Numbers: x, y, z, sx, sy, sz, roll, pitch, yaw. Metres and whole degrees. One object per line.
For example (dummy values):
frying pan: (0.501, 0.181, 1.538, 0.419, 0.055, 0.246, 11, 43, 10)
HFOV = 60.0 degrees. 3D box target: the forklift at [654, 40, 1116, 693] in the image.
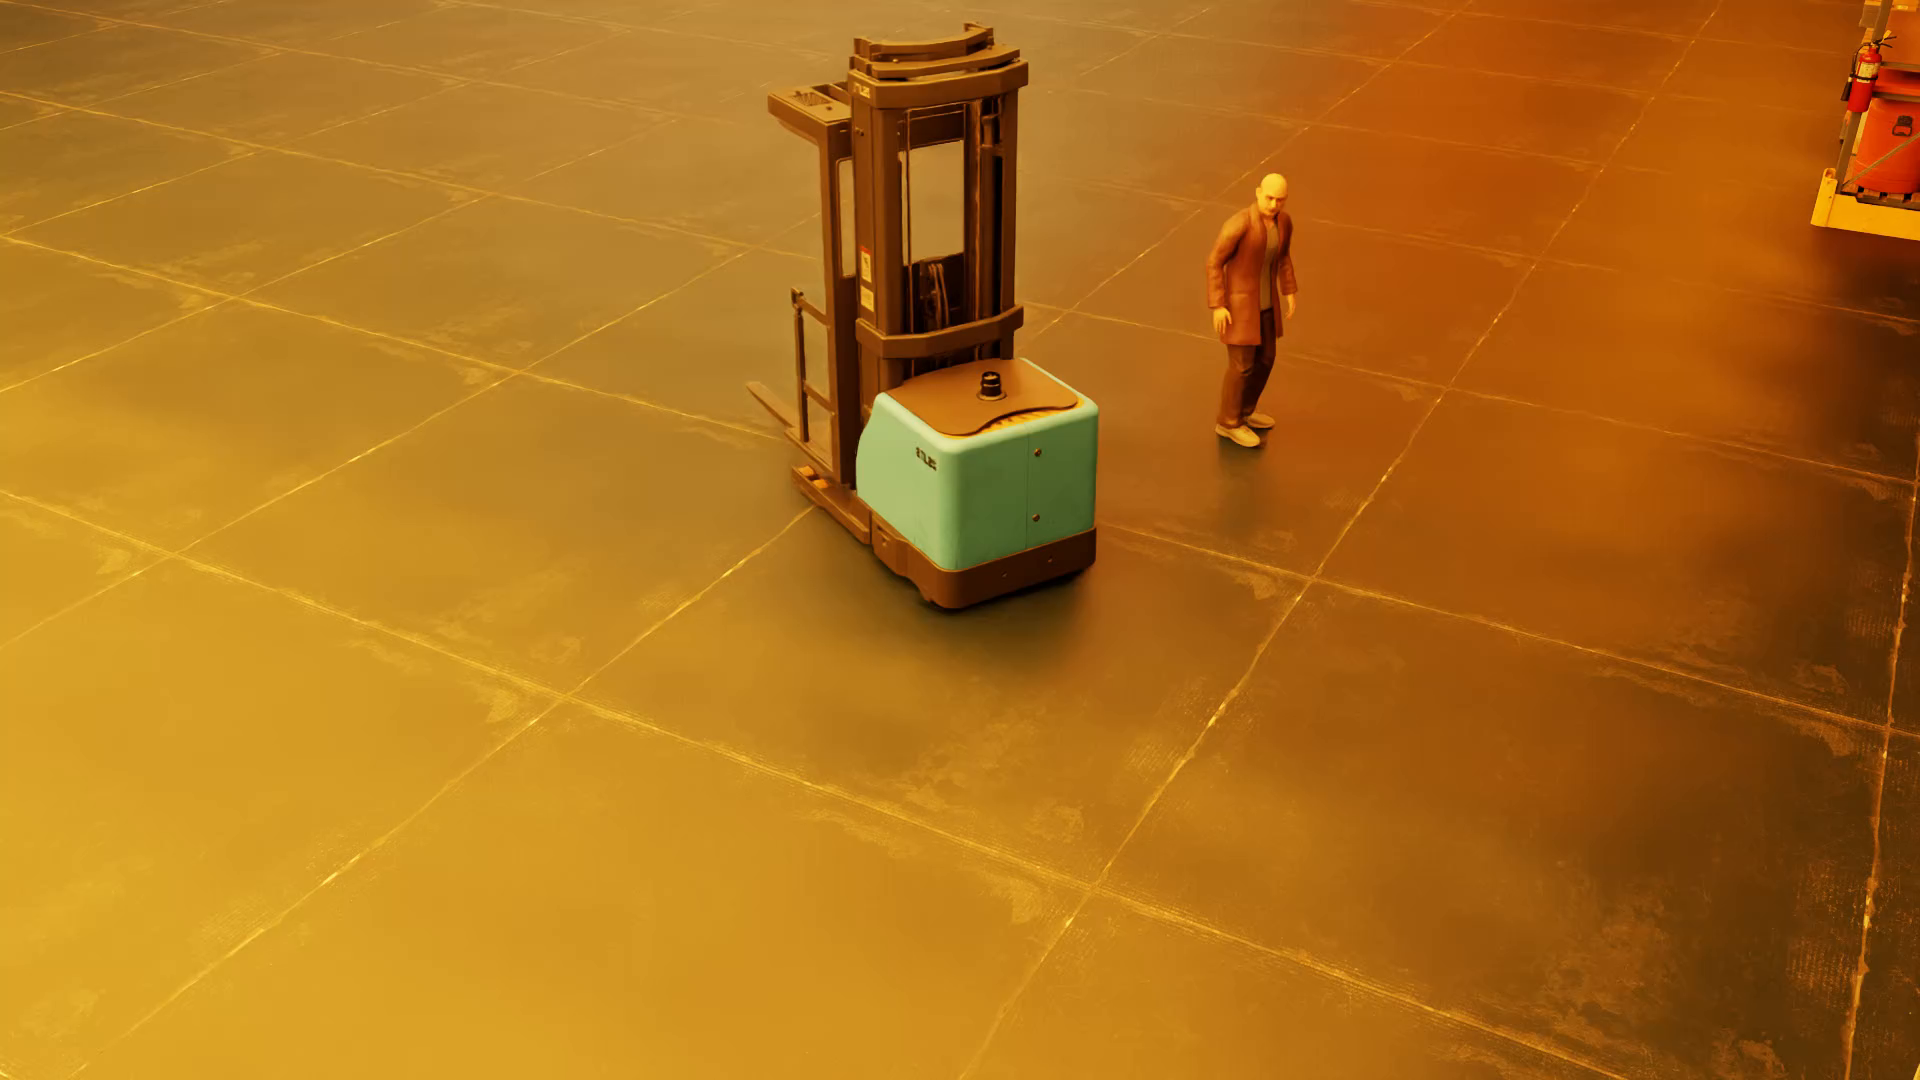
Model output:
forklift: (-0.382, -1.016, 8.830, 1.130, 2.935, 3.031, 22, 36, 33)

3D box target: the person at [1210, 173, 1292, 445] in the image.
person: (1.939, -1.542, 10.902, 0.647, 1.772, 0.431, -25, 38, -36)
